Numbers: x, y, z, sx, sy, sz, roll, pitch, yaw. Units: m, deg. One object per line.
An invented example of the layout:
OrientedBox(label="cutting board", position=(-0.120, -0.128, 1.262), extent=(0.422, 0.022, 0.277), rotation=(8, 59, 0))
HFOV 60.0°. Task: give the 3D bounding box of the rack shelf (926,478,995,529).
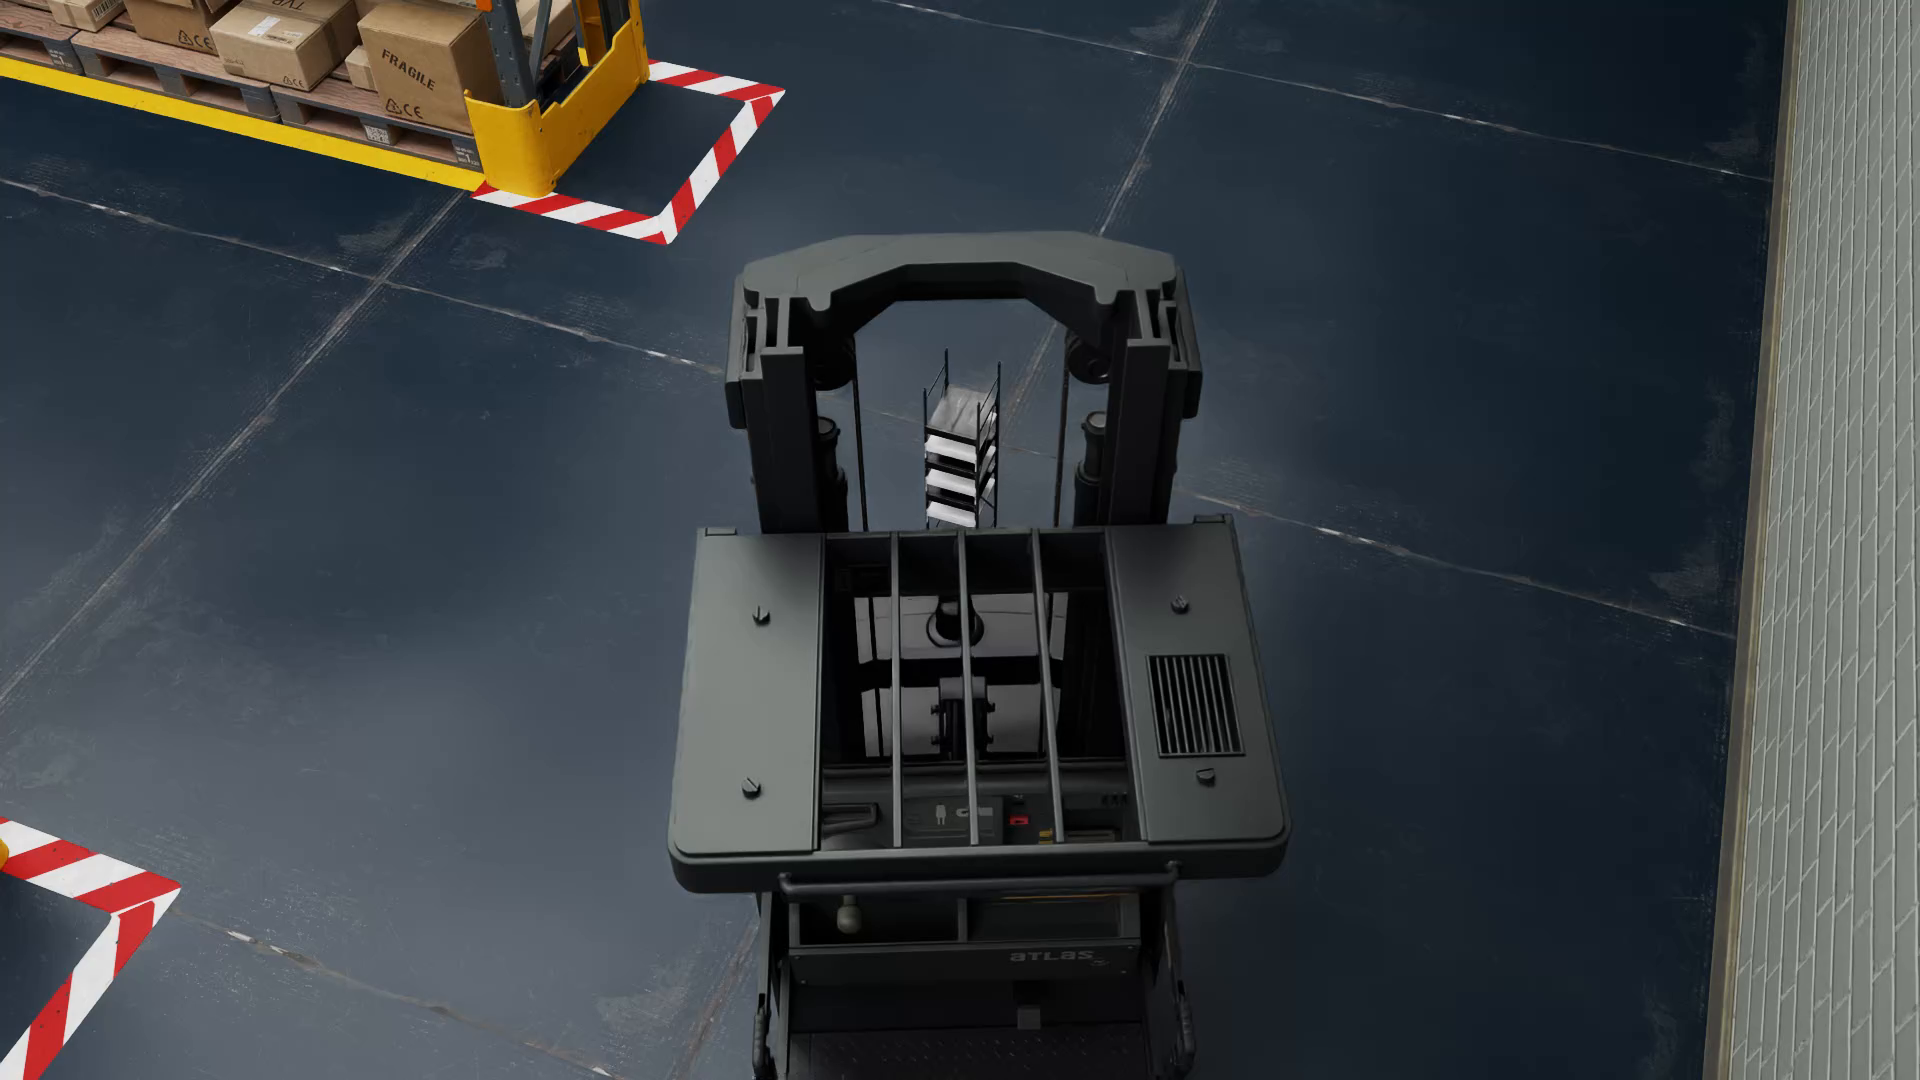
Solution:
OrientedBox(label="rack shelf", position=(0.008, -0.153, 6.436), extent=(0.200, 0.077, 0.258), rotation=(16, 51, 13))

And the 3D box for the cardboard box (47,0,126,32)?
OrientedBox(label="cardboard box", position=(-4.519, -2.844, 8.680), extent=(0.250, 0.166, 0.380), rotation=(16, 51, 13))

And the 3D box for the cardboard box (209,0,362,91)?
OrientedBox(label="cardboard box", position=(-3.376, -2.544, 8.365), extent=(0.500, 0.250, 0.500), rotation=(16, 51, 13))

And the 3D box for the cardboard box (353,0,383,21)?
OrientedBox(label="cardboard box", position=(-2.781, -2.781, 8.570), extent=(0.500, 0.250, 0.500), rotation=(16, 51, 13))

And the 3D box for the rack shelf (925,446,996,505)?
OrientedBox(label="rack shelf", position=(0.008, -0.271, 6.300), extent=(0.200, 0.077, 0.258), rotation=(16, 51, 13))

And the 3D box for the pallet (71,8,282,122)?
OrientedBox(label="pallet", position=(-3.860, -2.698, 8.815), extent=(1.213, 0.211, 1.003), rotation=(16, 51, 13))

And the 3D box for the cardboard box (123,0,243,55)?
OrientedBox(label="cardboard box", position=(-3.888, -2.948, 8.548), extent=(0.637, 0.503, 0.797), rotation=(16, 51, 13))

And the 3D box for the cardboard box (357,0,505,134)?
OrientedBox(label="cardboard box", position=(-2.495, -2.356, 8.036), extent=(0.500, 0.500, 0.500), rotation=(16, 51, 13))

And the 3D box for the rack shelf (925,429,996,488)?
OrientedBox(label="rack shelf", position=(0.008, -0.330, 6.232), extent=(0.200, 0.077, 0.258), rotation=(16, 51, 13))

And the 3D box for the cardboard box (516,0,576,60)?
OrientedBox(label="cardboard box", position=(-2.174, -2.626, 8.503), extent=(0.250, 0.149, 0.380), rotation=(16, 51, 13))

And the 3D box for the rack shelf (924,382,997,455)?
OrientedBox(label="rack shelf", position=(0.008, -0.448, 6.096), extent=(0.200, 0.077, 0.258), rotation=(16, 51, 13))

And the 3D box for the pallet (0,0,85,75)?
OrientedBox(label="pallet", position=(-5.008, -3.016, 9.091), extent=(1.213, 0.211, 1.003), rotation=(16, 51, 13))

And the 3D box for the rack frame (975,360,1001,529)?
OrientedBox(label="rack frame", position=(0.103, -0.266, 6.252), extent=(0.006, 0.900, 0.240), rotation=(16, 51, 13))

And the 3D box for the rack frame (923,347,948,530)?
OrientedBox(label="rack frame", position=(-0.088, -0.319, 6.298), extent=(0.006, 0.900, 0.240), rotation=(16, 51, 13))

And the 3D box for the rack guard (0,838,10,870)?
OrientedBox(label="rack guard", position=(-3.593, 1.263, 5.191), extent=(0.348, 0.500, 1.175), rotation=(16, 51, 13))

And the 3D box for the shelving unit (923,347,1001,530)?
OrientedBox(label="shelving unit", position=(0.008, -0.293, 6.275), extent=(0.210, 0.900, 0.258), rotation=(16, 51, 13))

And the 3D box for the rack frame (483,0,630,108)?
OrientedBox(label="rack frame", position=(-1.900, -3.063, 7.286), extent=(0.127, 3.000, 1.000), rotation=(16, 51, 13))

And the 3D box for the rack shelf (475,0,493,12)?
OrientedBox(label="rack shelf", position=(-3.776, -3.351, 8.012), extent=(4.000, 0.370, 1.077), rotation=(16, 51, 13))

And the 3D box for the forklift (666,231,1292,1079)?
OrientedBox(label="forklift", position=(0.022, 0.864, 3.928), extent=(1.130, 2.935, 3.031), rotation=(-1, 49, -1))

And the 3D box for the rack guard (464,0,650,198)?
OrientedBox(label="rack guard", position=(-1.971, -2.264, 8.248), extent=(0.348, 0.500, 1.175), rotation=(16, 51, 13))

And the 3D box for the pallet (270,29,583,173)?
OrientedBox(label="pallet", position=(-2.720, -2.377, 8.538), extent=(1.213, 0.211, 1.003), rotation=(16, 51, 13))

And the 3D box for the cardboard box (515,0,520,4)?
OrientedBox(label="cardboard box", position=(-2.408, -2.698, 8.553), extent=(0.250, 0.166, 0.380), rotation=(16, 51, 13))

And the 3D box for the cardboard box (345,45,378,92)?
OrientedBox(label="cardboard box", position=(-2.844, -2.416, 8.310), extent=(0.250, 0.166, 0.380), rotation=(16, 51, 13))

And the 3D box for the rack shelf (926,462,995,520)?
OrientedBox(label="rack shelf", position=(0.008, -0.212, 6.368), extent=(0.200, 0.077, 0.258), rotation=(16, 51, 13))

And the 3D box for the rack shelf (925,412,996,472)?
OrientedBox(label="rack shelf", position=(0.008, -0.389, 6.164), extent=(0.200, 0.077, 0.258), rotation=(16, 51, 13))
